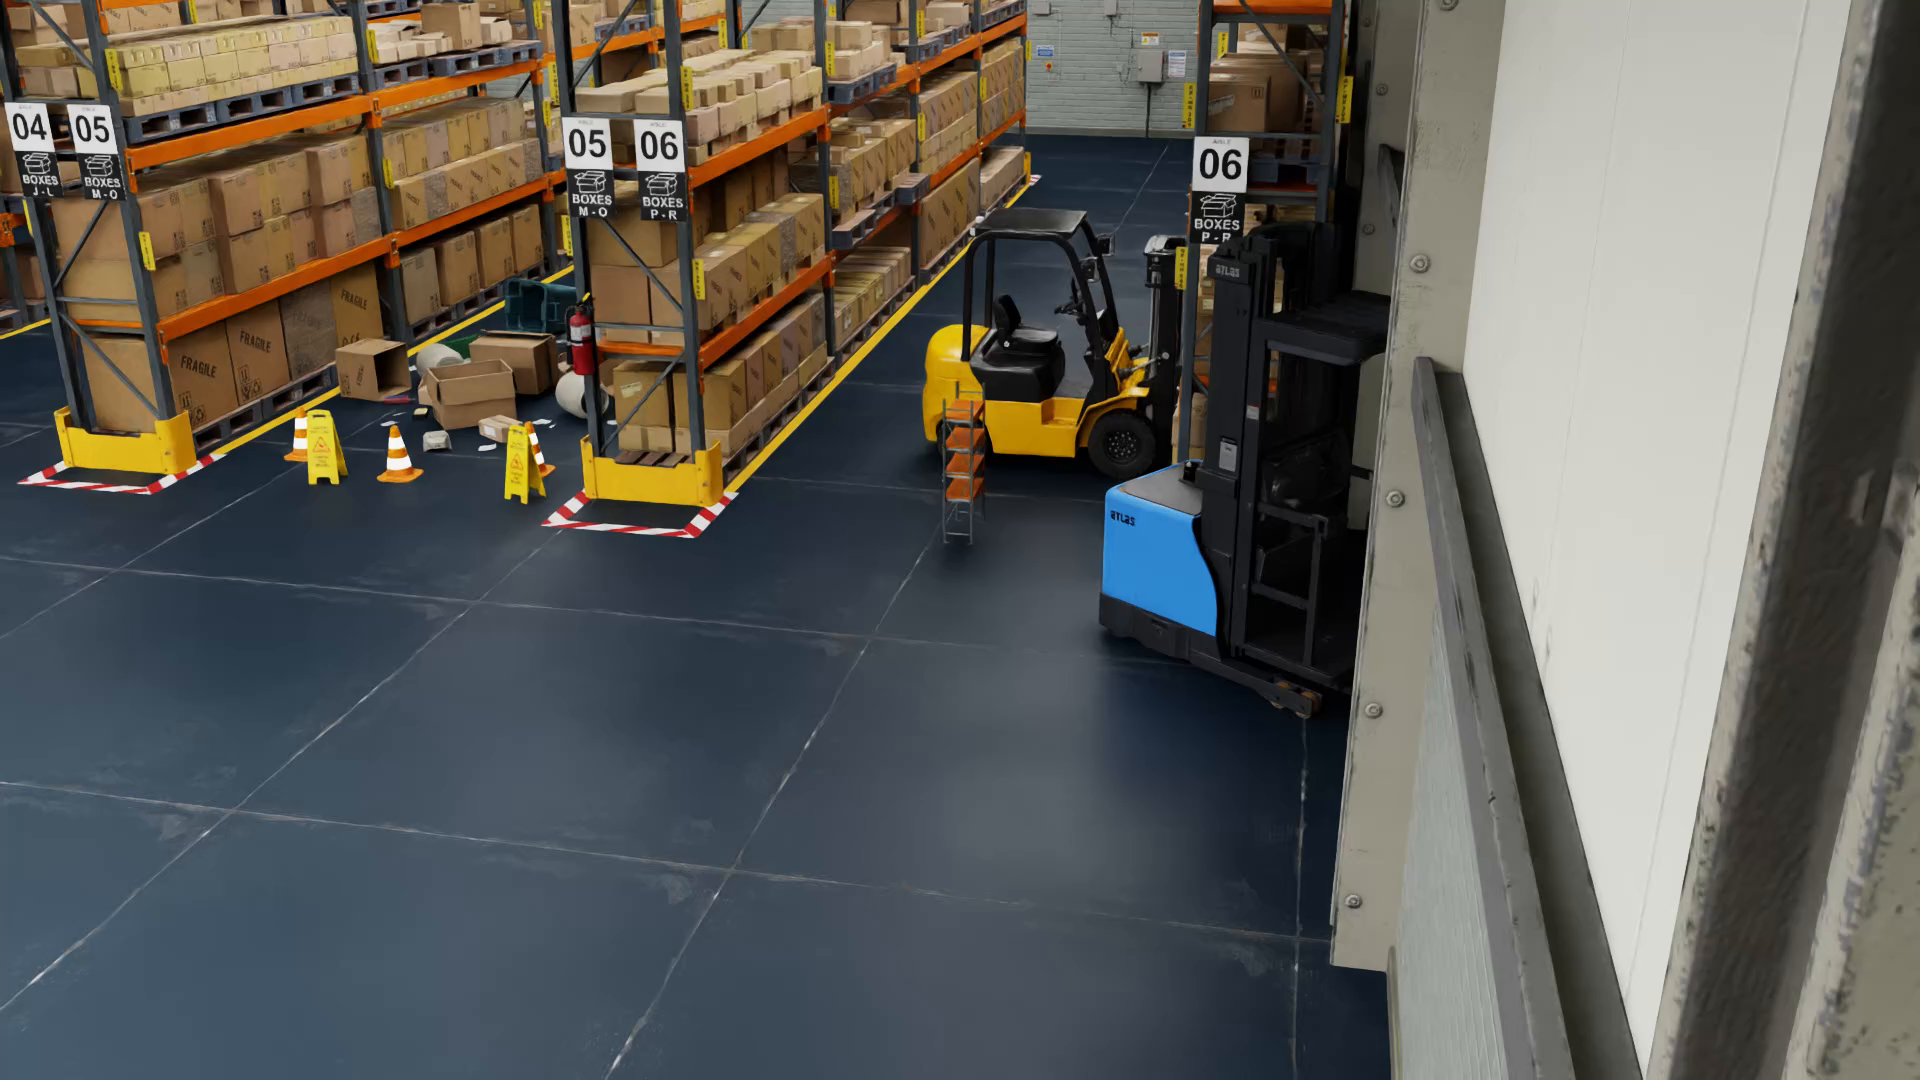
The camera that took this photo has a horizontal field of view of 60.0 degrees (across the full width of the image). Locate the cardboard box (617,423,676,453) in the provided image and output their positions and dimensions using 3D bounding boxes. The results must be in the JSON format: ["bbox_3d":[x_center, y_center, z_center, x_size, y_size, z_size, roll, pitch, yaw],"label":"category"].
[{"bbox_3d":[-2.741,-0.990,14.945,0.500,0.250,0.500,4,22,11],"label":"cardboard box"}]

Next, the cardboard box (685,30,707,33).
[{"bbox_3d":[-4.600,-8.442,28.459,0.500,0.500,0.500,4,22,11],"label":"cardboard box"}]

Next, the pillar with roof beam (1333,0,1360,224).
[{"bbox_3d":[1.471,-9.054,23.820,9.100,9.000,0.400,4,22,11],"label":"pillar with roof beam"}]

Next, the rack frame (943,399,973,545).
[{"bbox_3d":[-0.016,-0.528,13.089,0.240,1.200,0.015,4,22,11],"label":"rack frame"}]

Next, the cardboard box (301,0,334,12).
[{"bbox_3d":[-10.009,-8.309,25.290,0.700,0.500,0.500,5,22,12],"label":"cardboard box"}]

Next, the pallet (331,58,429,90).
[{"bbox_3d":[-6.559,-5.191,18.498,0.805,0.209,1.217,4,22,9],"label":"pallet"}]

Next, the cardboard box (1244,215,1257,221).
[{"bbox_3d":[2.486,-2.843,15.028,0.380,0.149,0.250,4,22,10],"label":"cardboard box"}]

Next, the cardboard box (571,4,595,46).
[{"bbox_3d":[-5.312,-7.005,22.612,0.500,0.500,0.500,4,22,11],"label":"cardboard box"}]

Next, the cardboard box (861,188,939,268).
[{"bbox_3d":[-0.793,-4.127,21.898,0.875,0.875,0.875,4,22,10],"label":"cardboard box"}]

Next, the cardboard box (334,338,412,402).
[{"bbox_3d":[-6.010,-1.745,17.043,0.500,0.500,0.500,8,23,20],"label":"cardboard box"}]

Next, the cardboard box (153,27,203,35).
[{"bbox_3d":[-7.415,-4.771,15.773,0.380,0.149,0.250,4,22,11],"label":"cardboard box"}]

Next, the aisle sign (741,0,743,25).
[{"bbox_3d":[-3.940,-9.147,28.601,0.394,0.787,0.004,4,22,11],"label":"aisle sign"}]

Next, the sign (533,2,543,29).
[{"bbox_3d":[-5.340,-6.634,21.029,0.100,0.325,0.005,4,22,11],"label":"sign"}]

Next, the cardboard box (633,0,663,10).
[{"bbox_3d":[-4.732,-8.186,25.211,0.500,0.250,0.500,5,23,13],"label":"cardboard box"}]

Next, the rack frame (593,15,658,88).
[{"bbox_3d":[-5.065,-6.475,25.445,1.000,3.000,0.127,4,22,11],"label":"rack frame"}]

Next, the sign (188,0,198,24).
[{"bbox_3d":[-10.186,-7.016,22.082,0.100,0.325,0.005,4,22,11],"label":"sign"}]

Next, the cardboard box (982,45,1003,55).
[{"bbox_3d":[0.462,-7.696,26.138,0.380,0.149,0.250,5,23,13],"label":"cardboard box"}]

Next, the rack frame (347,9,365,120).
[{"bbox_3d":[-9.900,-6.890,26.476,1.000,3.000,0.127,4,22,11],"label":"rack frame"}]

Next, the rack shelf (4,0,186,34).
[{"bbox_3d":[-7.106,-5.081,15.453,1.077,0.370,4.000,4,22,11],"label":"rack shelf"}]

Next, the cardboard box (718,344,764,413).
[{"bbox_3d":[-2.105,-1.487,15.176,0.500,0.500,0.500,4,22,9],"label":"cardboard box"}]

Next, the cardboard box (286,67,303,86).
[{"bbox_3d":[-6.666,-4.536,16.256,0.380,0.149,0.250,5,22,12],"label":"cardboard box"}]

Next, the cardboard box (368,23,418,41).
[{"bbox_3d":[-6.555,-5.798,19.173,0.500,0.311,0.500,4,22,9],"label":"cardboard box"}]

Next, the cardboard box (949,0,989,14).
[{"bbox_3d":[0.127,-8.012,24.418,0.500,0.500,0.500,5,22,12],"label":"cardboard box"}]

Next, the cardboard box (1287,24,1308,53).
[{"bbox_3d":[3.454,-5.535,18.267,0.700,0.500,0.500,4,22,10],"label":"cardboard box"}]

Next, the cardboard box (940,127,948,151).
[{"bbox_3d":[-0.449,-5.370,22.235,0.500,0.250,0.500,4,22,11],"label":"cardboard box"}]

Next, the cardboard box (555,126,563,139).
[{"bbox_3d":[-5.533,-5.489,22.373,0.380,0.149,0.250,6,23,13],"label":"cardboard box"}]

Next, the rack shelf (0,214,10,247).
[{"bbox_3d":[-11.941,-2.899,17.529,1.077,0.370,4.000,4,22,11],"label":"rack shelf"}]

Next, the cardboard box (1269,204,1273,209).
[{"bbox_3d":[3.018,-3.502,17.062,0.380,0.149,0.250,4,22,11],"label":"cardboard box"}]

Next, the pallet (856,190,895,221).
[{"bbox_3d":[-1.379,-3.855,19.198,1.003,0.211,1.213,4,22,11],"label":"pallet"}]

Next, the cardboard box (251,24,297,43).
[{"bbox_3d":[-6.666,-4.906,16.108,0.380,0.149,0.250,5,22,11],"label":"cardboard box"}]

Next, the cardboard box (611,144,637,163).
[{"bbox_3d":[-2.848,-3.172,13.567,0.380,0.149,0.250,5,22,11],"label":"cardboard box"}]

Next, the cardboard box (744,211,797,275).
[{"bbox_3d":[-1.878,-2.833,15.870,0.500,0.500,0.500,5,22,12],"label":"cardboard box"}]

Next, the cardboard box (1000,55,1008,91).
[{"bbox_3d":[0.466,-7.355,26.159,0.500,0.500,0.500,4,22,11],"label":"cardboard box"}]

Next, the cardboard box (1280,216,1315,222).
[{"bbox_3d":[3.065,-2.801,14.923,0.380,0.149,0.250,4,22,10],"label":"cardboard box"}]

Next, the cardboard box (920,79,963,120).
[{"bbox_3d":[-0.265,-6.088,23.013,0.500,0.500,0.500,5,23,13],"label":"cardboard box"}]

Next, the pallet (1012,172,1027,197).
[{"bbox_3d":[0.531,-6.005,28.012,1.003,0.211,1.213,4,22,11],"label":"pallet"}]

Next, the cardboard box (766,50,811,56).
[{"bbox_3d":[-1.682,-4.721,16.344,0.380,0.149,0.250,5,22,12],"label":"cardboard box"}]

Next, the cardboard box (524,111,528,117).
[{"bbox_3d":[-6.123,-5.768,22.668,0.380,0.149,0.250,5,23,13],"label":"cardboard box"}]

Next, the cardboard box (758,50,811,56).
[{"bbox_3d":[-1.854,-4.950,17.282,0.500,0.250,0.500,4,22,10],"label":"cardboard box"}]

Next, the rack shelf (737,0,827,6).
[{"bbox_3d":[-1.423,-6.204,18.240,1.077,0.370,4.000,4,22,11],"label":"rack shelf"}]

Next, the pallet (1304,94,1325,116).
[{"bbox_3d":[2.880,-3.868,15.076,1.003,0.211,1.213,4,22,11],"label":"pallet"}]

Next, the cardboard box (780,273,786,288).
[{"bbox_3d":[-1.884,-2.488,15.883,0.380,0.149,0.250,4,22,10],"label":"cardboard box"}]

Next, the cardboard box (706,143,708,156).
[{"bbox_3d":[-2.296,-3.220,13.685,0.380,0.149,0.250,4,22,9],"label":"cardboard box"}]

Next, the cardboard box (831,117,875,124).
[{"bbox_3d":[-1.333,-4.904,20.450,0.500,0.500,0.500,4,22,9],"label":"cardboard box"}]

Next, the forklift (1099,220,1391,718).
[{"bbox_3d":[2.365,-0.443,10.561,1.130,2.935,3.031,-20,29,-40],"label":"forklift"}]

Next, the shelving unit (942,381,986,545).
[{"bbox_3d":[0.034,-0.617,13.310,0.258,1.200,0.503,4,22,11],"label":"shelving unit"}]

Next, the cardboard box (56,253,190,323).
[{"bbox_3d":[-7.482,-2.295,14.866,0.875,0.550,0.550,4,22,11],"label":"cardboard box"}]

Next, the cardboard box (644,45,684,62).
[{"bbox_3d":[-4.644,-7.460,26.021,0.500,0.500,0.500,4,22,9],"label":"cardboard box"}]

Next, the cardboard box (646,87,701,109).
[{"bbox_3d":[-2.339,-3.598,13.557,0.380,0.149,0.250,4,22,11],"label":"cardboard box"}]

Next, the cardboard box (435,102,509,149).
[{"bbox_3d":[-6.085,-5.173,20.742,0.700,0.500,0.500,4,22,10],"label":"cardboard box"}]

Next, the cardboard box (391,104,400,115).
[{"bbox_3d":[-9.408,-7.048,27.206,0.380,0.149,0.250,5,23,13],"label":"cardboard box"}]

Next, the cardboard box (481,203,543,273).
[{"bbox_3d":[-6.094,-3.947,21.619,1.050,0.750,0.750,4,22,10],"label":"cardboard box"}]

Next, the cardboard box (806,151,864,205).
[{"bbox_3d":[-1.353,-3.920,18.009,0.500,0.500,0.500,5,22,11],"label":"cardboard box"}]

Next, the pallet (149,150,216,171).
[{"bbox_3d":[-10.758,-5.069,22.212,1.213,0.211,1.003,4,22,11],"label":"pallet"}]

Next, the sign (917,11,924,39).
[{"bbox_3d":[-0.484,-6.260,20.206,0.100,0.325,0.005,4,22,11],"label":"sign"}]

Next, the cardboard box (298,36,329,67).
[{"bbox_3d":[-6.650,-4.865,16.541,0.500,0.250,0.500,4,22,11],"label":"cardboard box"}]

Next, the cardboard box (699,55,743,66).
[{"bbox_3d":[-2.302,-4.570,15.969,0.380,0.149,0.250,4,22,9],"label":"cardboard box"}]

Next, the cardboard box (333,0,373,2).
[{"bbox_3d":[-9.799,-8.859,26.522,0.700,0.500,0.500,3,22,8],"label":"cardboard box"}]
